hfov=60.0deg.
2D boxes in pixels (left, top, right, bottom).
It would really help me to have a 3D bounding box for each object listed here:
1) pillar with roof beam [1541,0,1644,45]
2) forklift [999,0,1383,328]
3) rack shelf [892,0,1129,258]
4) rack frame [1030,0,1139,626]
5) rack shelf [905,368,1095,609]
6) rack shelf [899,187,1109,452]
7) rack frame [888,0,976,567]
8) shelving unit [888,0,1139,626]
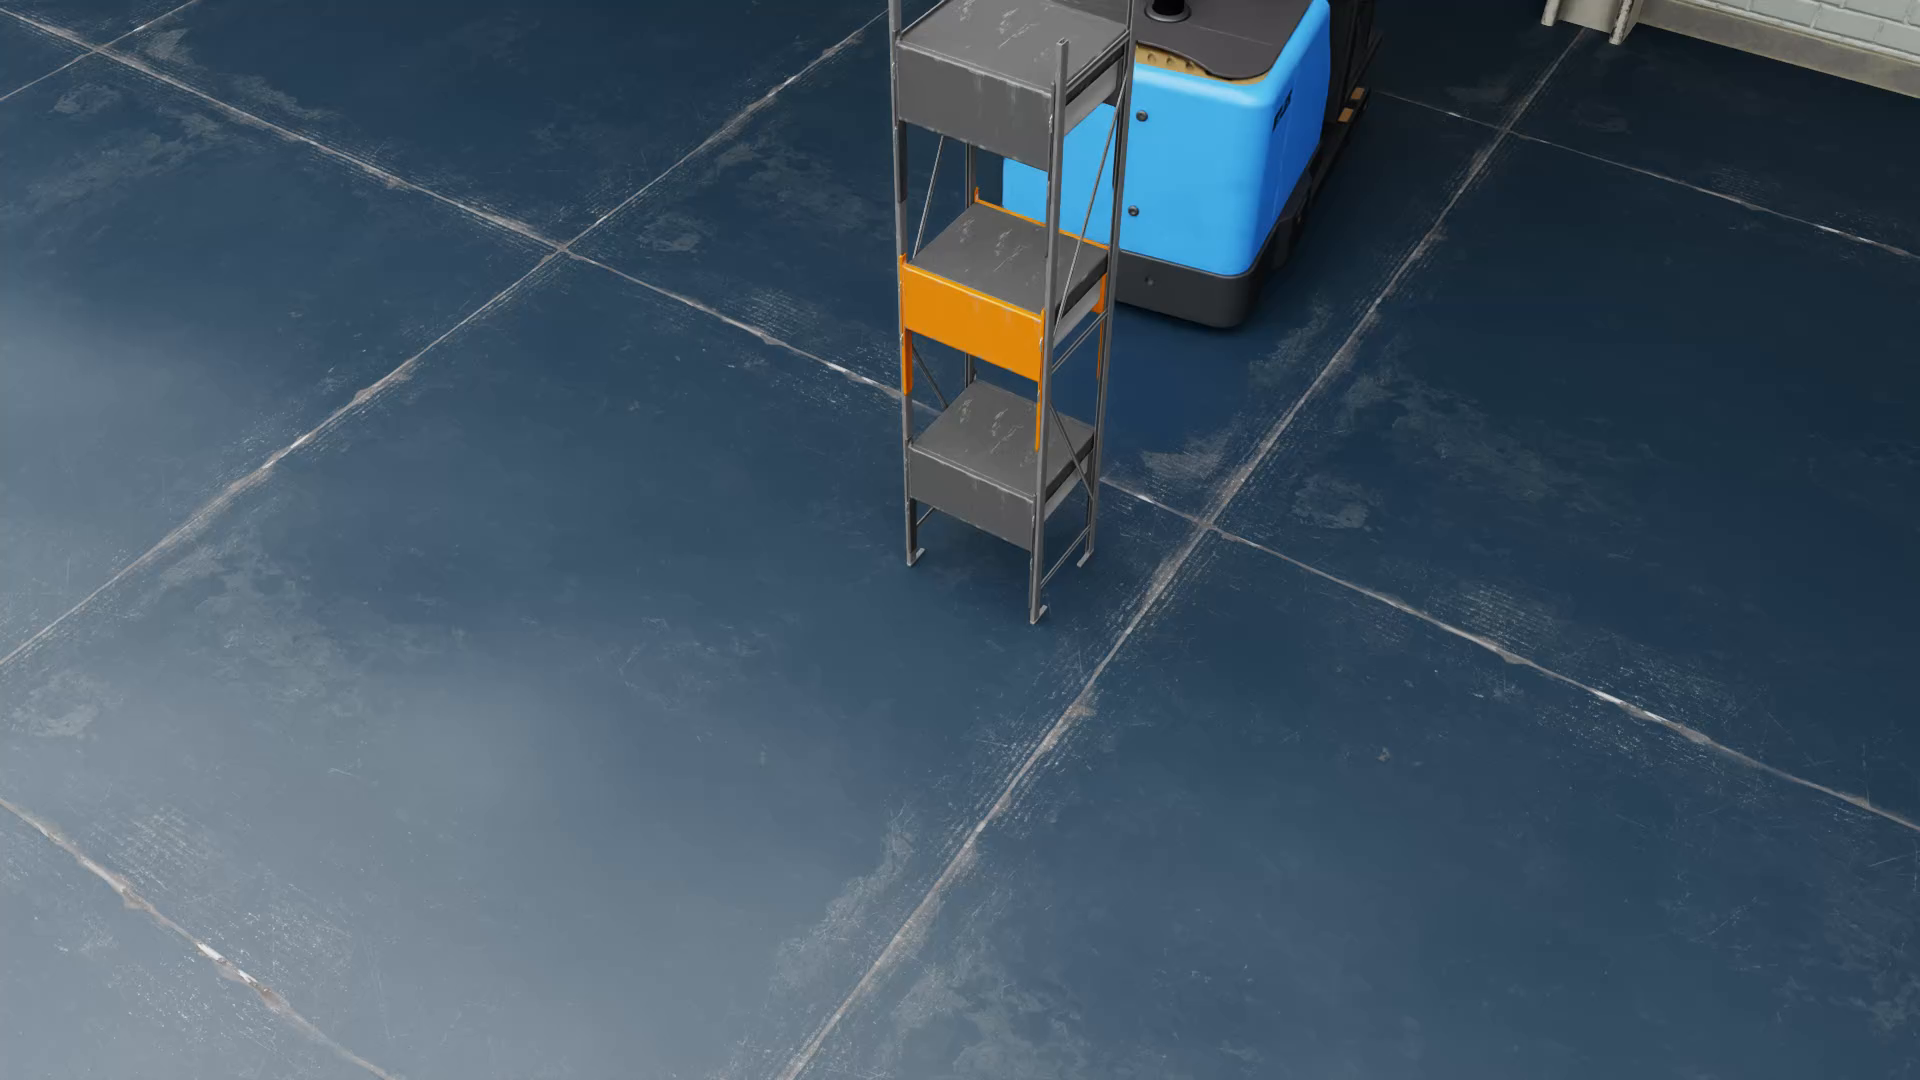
[{"bbox_3d":[0.801,-3.113,2.500,0.400,9.000,9.100,25,51,22],"label":"pillar with roof beam"},{"bbox_3d":[1.219,-2.913,6.537,1.130,2.935,3.031,18,48,17],"label":"forklift"},{"bbox_3d":[0.139,-1.146,4.442,0.480,0.518,0.431,25,51,22],"label":"rack shelf"},{"bbox_3d":[0.345,-0.573,4.843,0.015,2.100,0.400,25,51,22],"label":"rack frame"},{"bbox_3d":[0.139,-0.170,5.446,0.480,0.518,0.431,25,51,22],"label":"rack shelf"},{"bbox_3d":[0.139,-0.658,4.944,0.480,0.518,0.431,25,51,22],"label":"rack shelf"},{"bbox_3d":[-0.066,-0.762,5.026,0.015,2.100,0.400,25,51,22],"label":"rack frame"},{"bbox_3d":[0.139,-0.668,4.935,0.503,2.100,0.431,25,51,22],"label":"shelving unit"}]
